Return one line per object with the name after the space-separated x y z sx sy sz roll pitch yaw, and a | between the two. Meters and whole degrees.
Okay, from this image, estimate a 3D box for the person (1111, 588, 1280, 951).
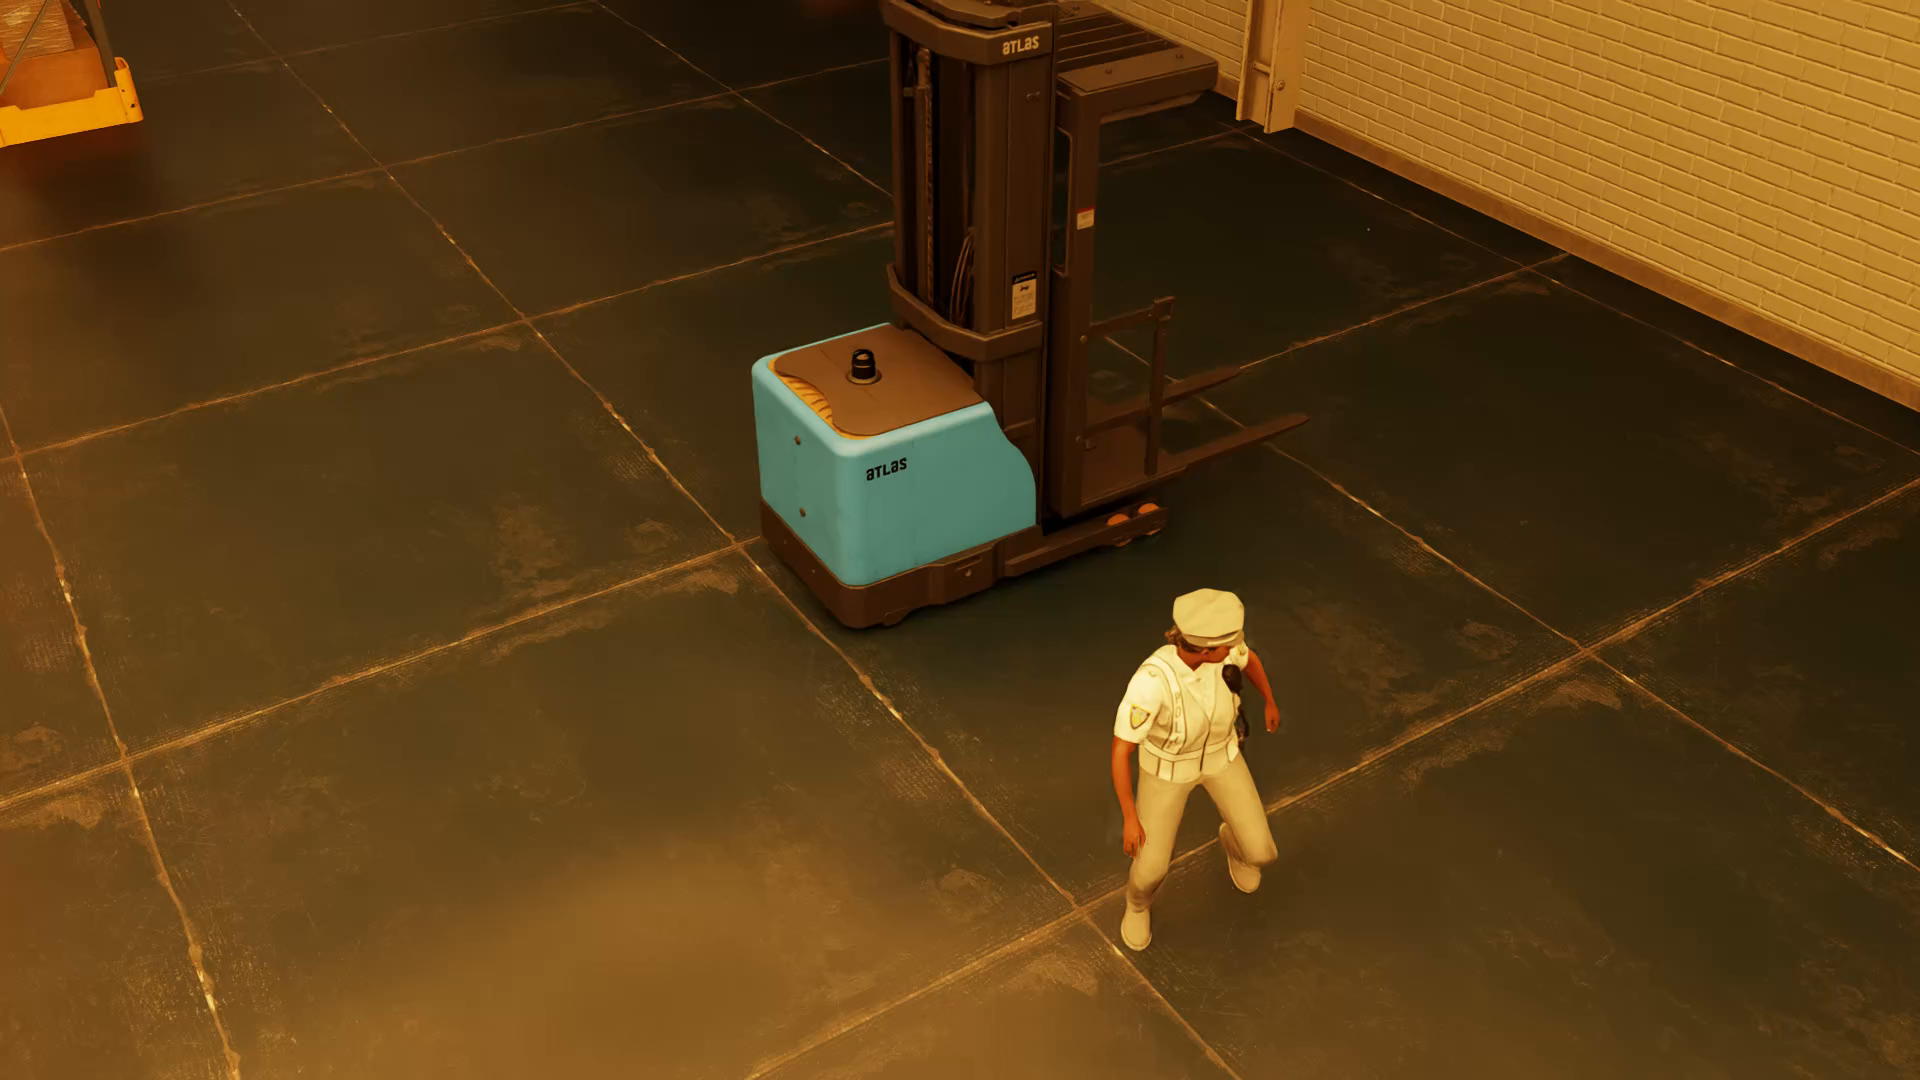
0.896 0.854 6.156 0.772 1.553 0.520 -8 36 -12 | person

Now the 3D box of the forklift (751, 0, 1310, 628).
0.494 -1.406 8.149 3.031 2.935 1.130 -19 40 -25 | forklift
